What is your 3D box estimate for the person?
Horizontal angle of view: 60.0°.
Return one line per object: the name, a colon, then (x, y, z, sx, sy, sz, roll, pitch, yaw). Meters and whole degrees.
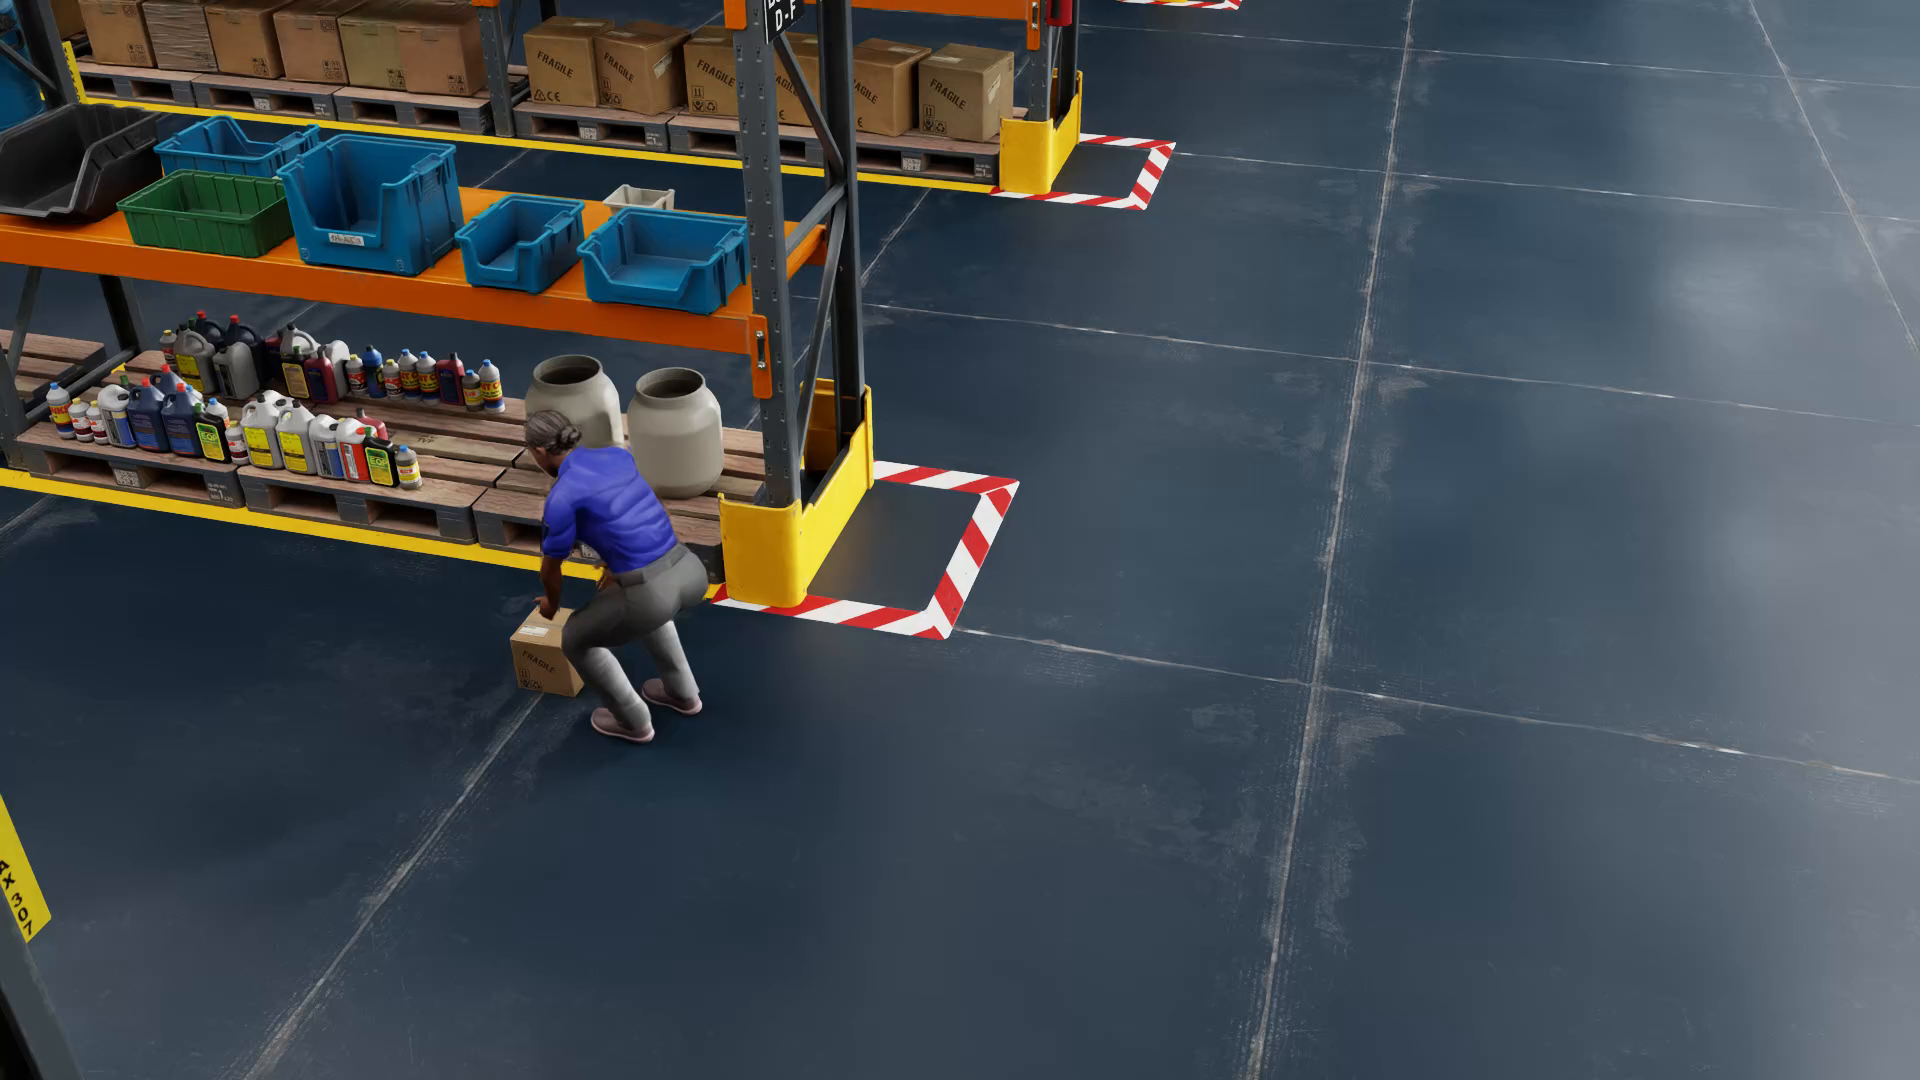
person: (-1.288, 0.162, 6.226, 0.669, 1.306, 0.496, 21, 38, 28)
